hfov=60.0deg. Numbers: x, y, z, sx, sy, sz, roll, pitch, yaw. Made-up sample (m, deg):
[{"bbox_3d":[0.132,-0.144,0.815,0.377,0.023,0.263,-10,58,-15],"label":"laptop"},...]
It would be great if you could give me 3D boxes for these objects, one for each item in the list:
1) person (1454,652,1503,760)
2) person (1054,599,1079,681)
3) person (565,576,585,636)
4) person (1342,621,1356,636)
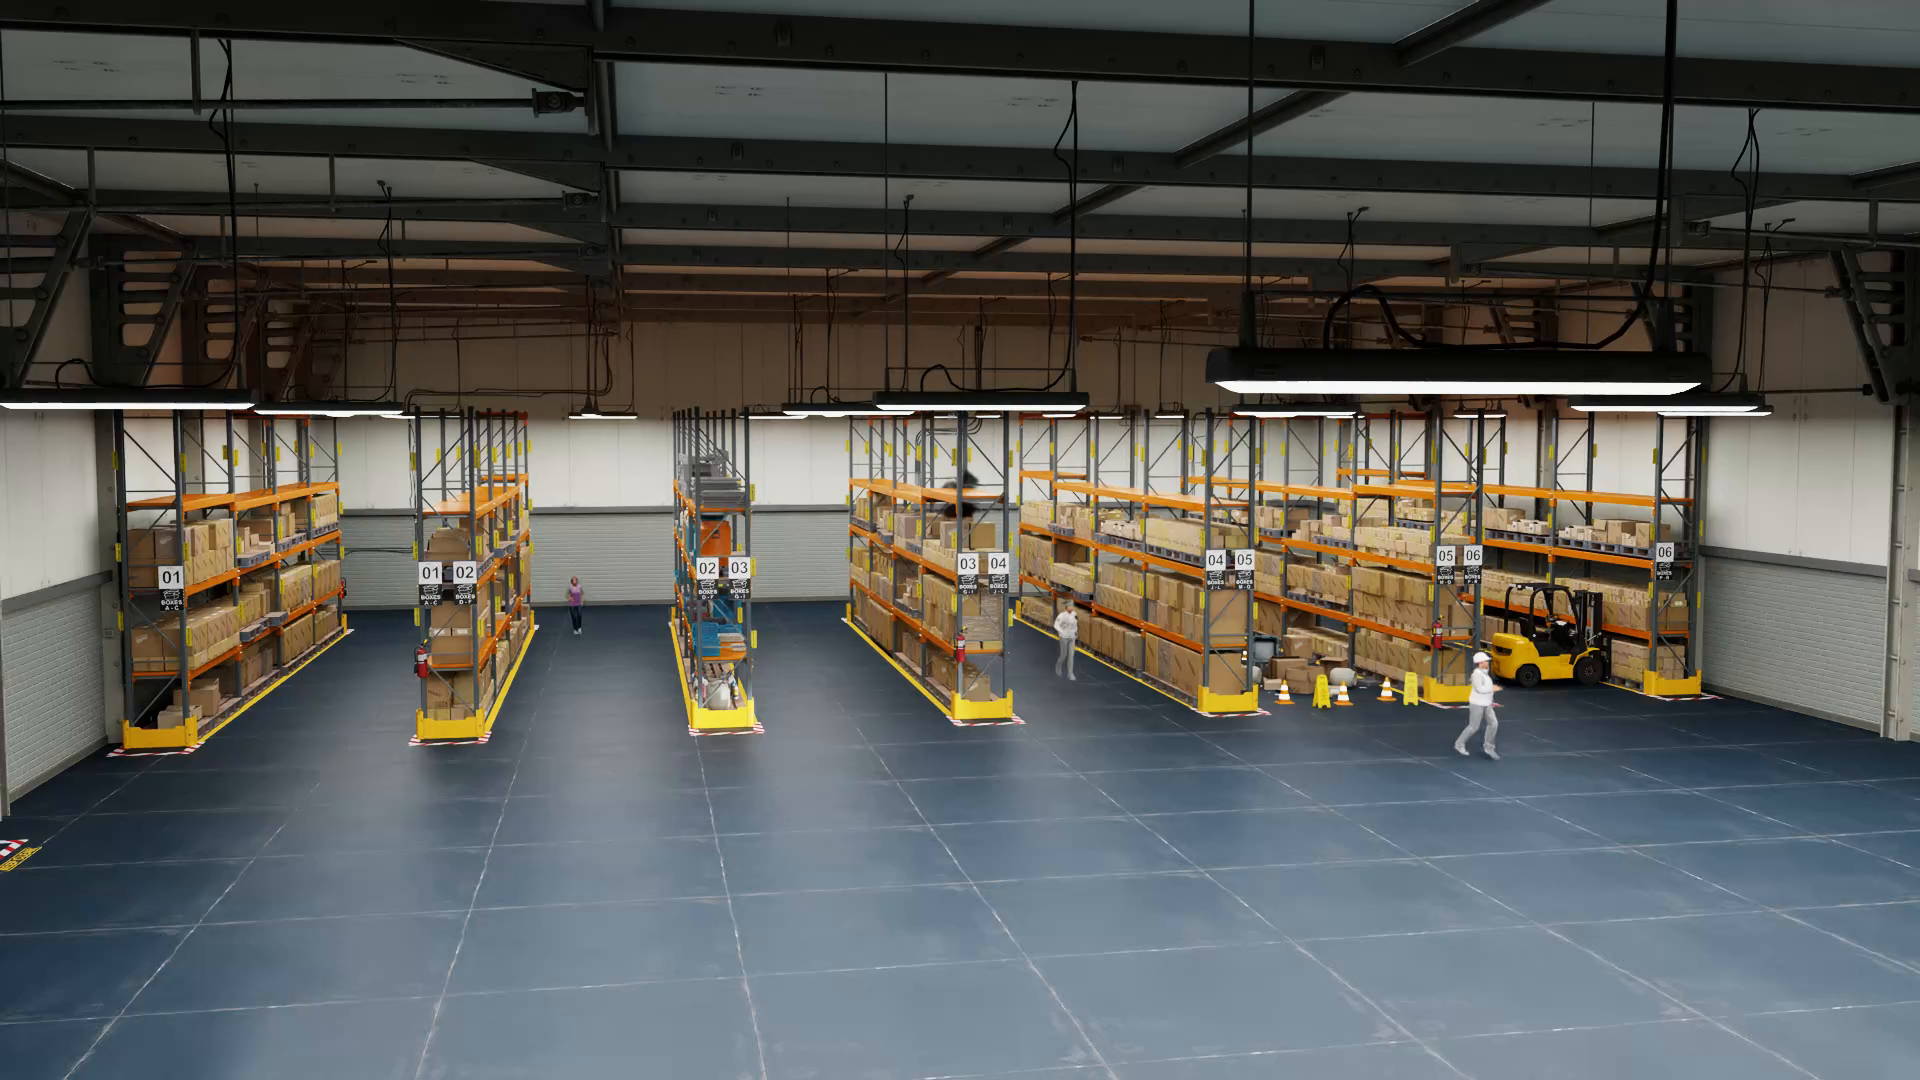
[{"bbox_3d":[8.829,2.823,28.281,0.786,1.840,0.671,3,5,34],"label":"person"},{"bbox_3d":[2.289,2.095,35.377,0.640,1.695,0.845,-2,5,-26],"label":"person"},{"bbox_3d":[-10.300,1.779,44.514,0.530,1.566,0.639,-1,4,-17],"label":"person"},{"bbox_3d":[10.415,1.671,44.527,0.657,1.751,0.624,-2,4,-22],"label":"person"}]
